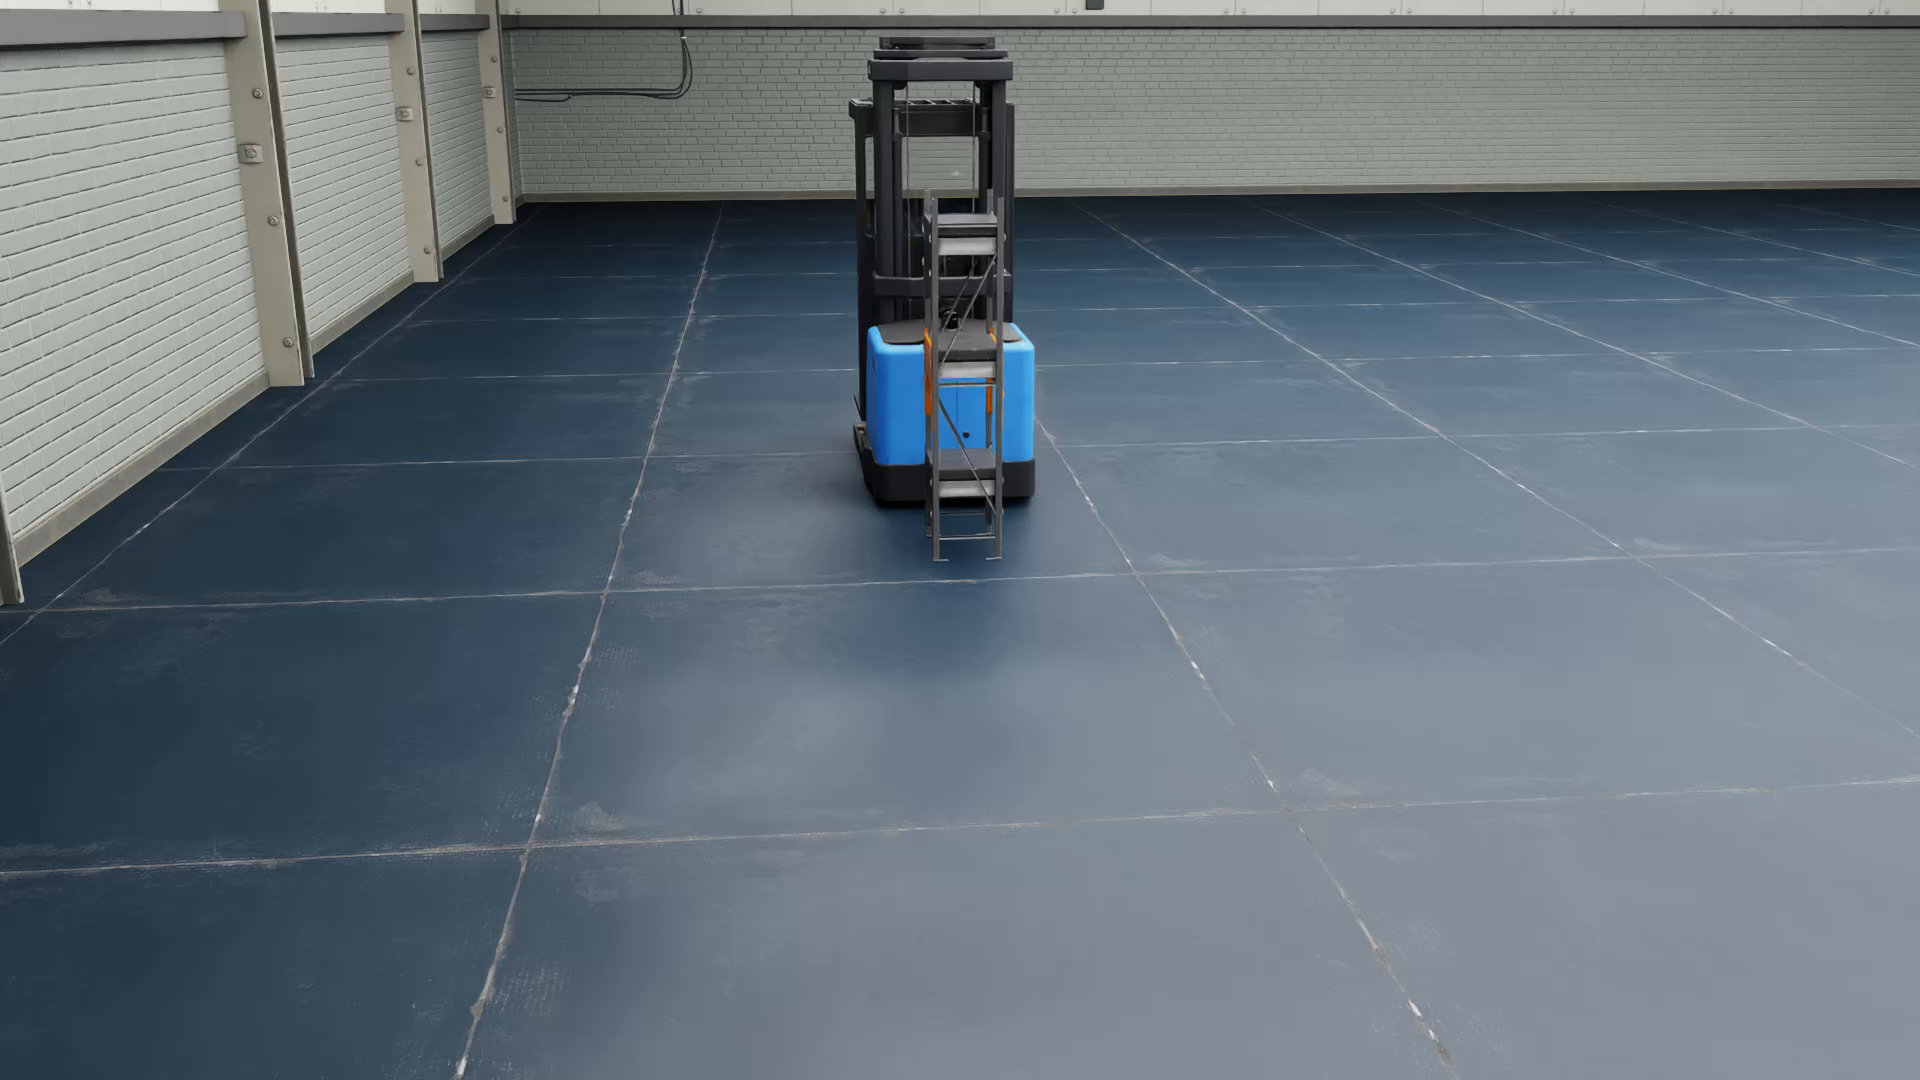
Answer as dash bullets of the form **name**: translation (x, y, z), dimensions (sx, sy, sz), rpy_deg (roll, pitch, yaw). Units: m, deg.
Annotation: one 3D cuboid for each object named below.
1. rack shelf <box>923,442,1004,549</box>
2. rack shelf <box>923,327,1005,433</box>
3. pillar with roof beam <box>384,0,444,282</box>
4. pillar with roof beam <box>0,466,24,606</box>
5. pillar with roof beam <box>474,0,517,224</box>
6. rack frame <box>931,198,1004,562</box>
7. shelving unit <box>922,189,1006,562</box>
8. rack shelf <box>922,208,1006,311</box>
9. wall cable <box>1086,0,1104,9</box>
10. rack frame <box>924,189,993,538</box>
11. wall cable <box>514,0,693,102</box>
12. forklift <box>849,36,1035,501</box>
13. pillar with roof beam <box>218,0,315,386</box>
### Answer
- **rack shelf**: translation (0.017, -0.272, 9.919), dimensions (0.431, 0.518, 0.480), rpy_deg (-2, 18, -6)
- **rack shelf**: translation (0.017, -0.939, 9.710), dimensions (0.431, 0.518, 0.480), rpy_deg (-2, 18, -6)
- **pillar with roof beam**: translation (-2.222, -7.609, 19.390), dimensions (9.100, 9.000, 0.400), rpy_deg (-2, 18, -6)
- **pillar with roof beam**: translation (-0.984, -4.034, 8.002), dimensions (9.100, 9.000, 0.400), rpy_deg (-2, 18, -6)
- **pillar with roof beam**: translation (-2.841, -9.396, 25.084), dimensions (9.100, 9.000, 0.400), rpy_deg (-2, 18, -6)
- **rack frame**: translation (0.042, -0.880, 9.474), dimensions (0.400, 2.100, 0.015), rpy_deg (-2, 18, -6)
- **shelving unit**: translation (0.017, -0.952, 9.705), dimensions (0.431, 2.100, 0.503), rpy_deg (-2, 18, -6)
- **rack shelf**: translation (0.017, -1.607, 9.500), dimensions (0.431, 0.518, 0.480), rpy_deg (-2, 18, -6)
- **wall cable**: translation (3.333, -12.093, 27.996), dimensions (2.305, 6.003, 0.169), rpy_deg (-2, 18, -6)
- **rack frame**: translation (-0.008, -1.025, 9.937), dimensions (0.400, 2.100, 0.015), rpy_deg (-2, 18, -6)
- **wall cable**: translation (-6.112, -8.701, 28.051), dimensions (3.097, 2.526, 0.112), rpy_deg (-2, 18, -6)
- **forklift**: translation (-0.201, -2.044, 11.794), dimensions (1.130, 2.935, 3.031), rpy_deg (-2, 18, -7)
- **pillar with roof beam**: translation (-1.603, -5.821, 13.696), dimensions (9.100, 9.000, 0.400), rpy_deg (-2, 18, -6)
